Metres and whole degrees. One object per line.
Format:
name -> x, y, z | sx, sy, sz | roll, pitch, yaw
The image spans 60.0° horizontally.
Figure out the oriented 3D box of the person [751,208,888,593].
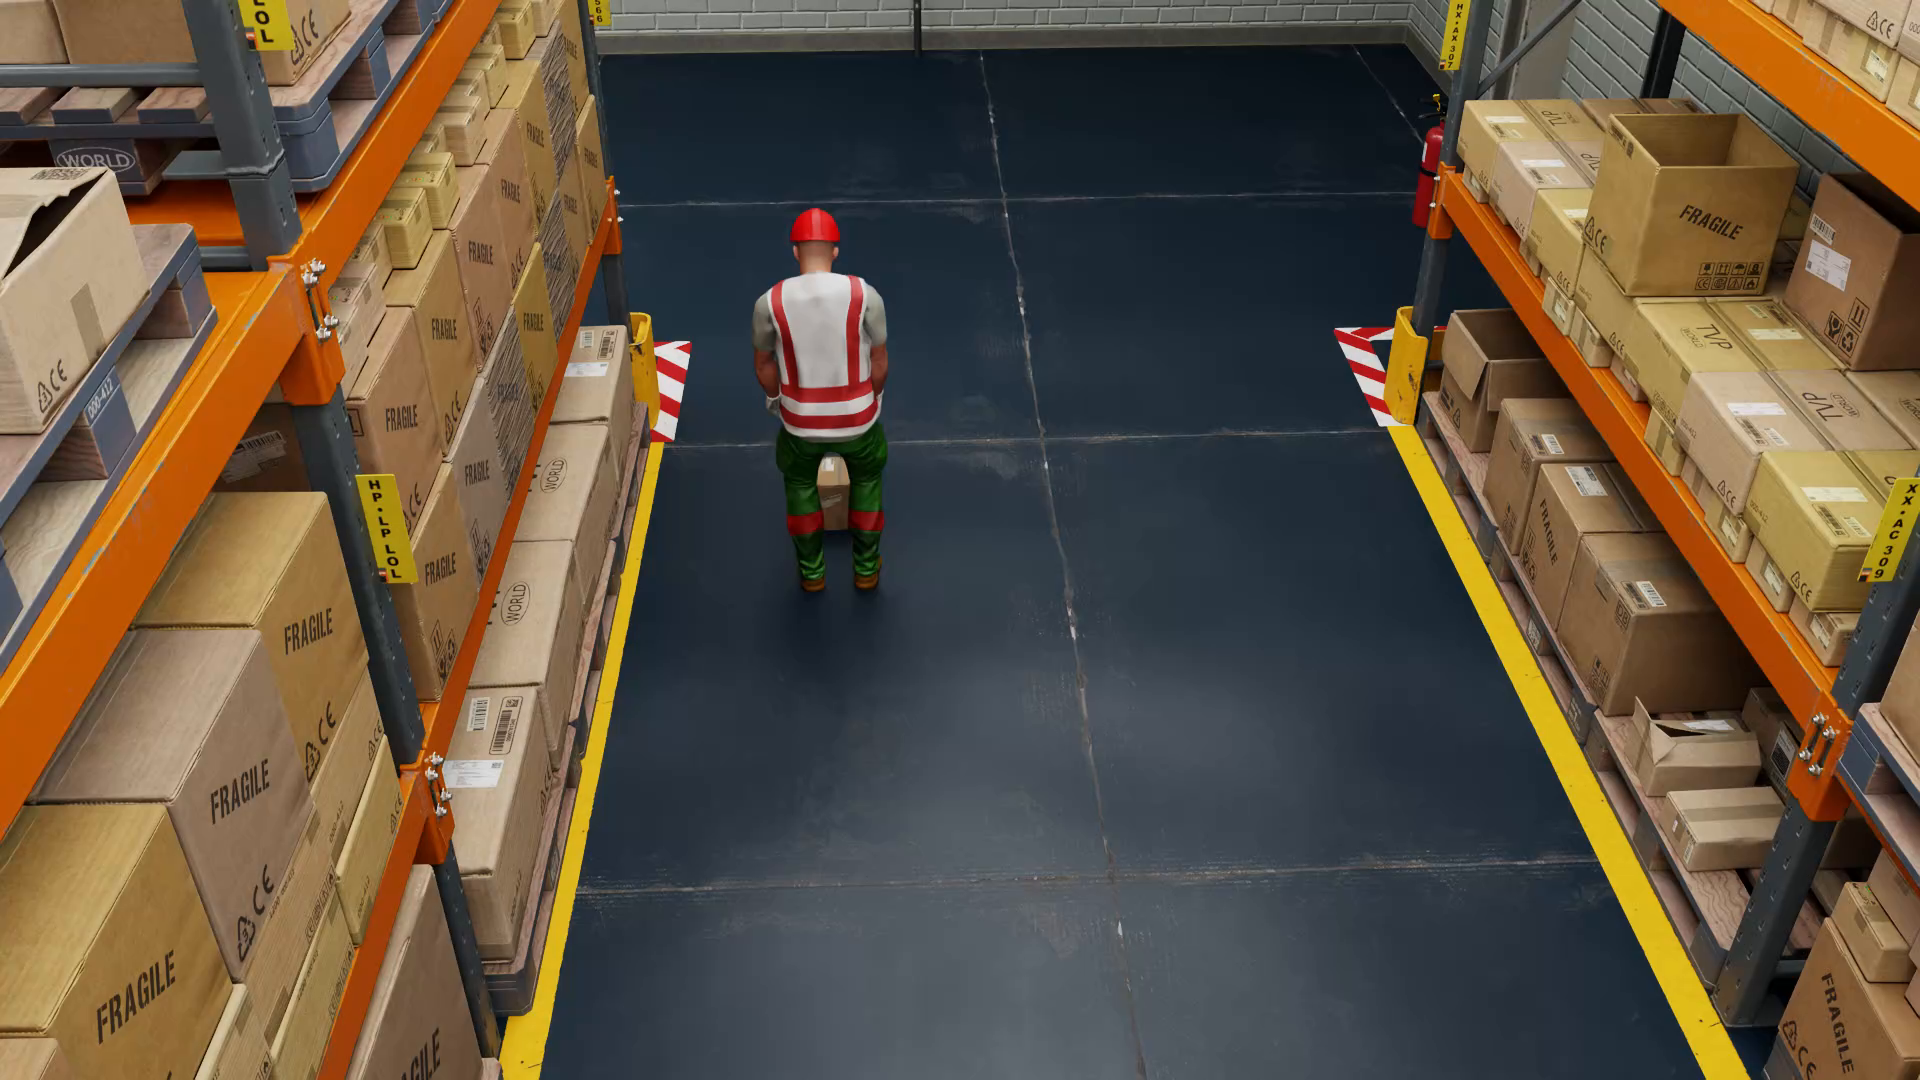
person -> -0.574, -0.551, 6.995 | 0.554, 1.699, 0.516 | -1, 35, -1
